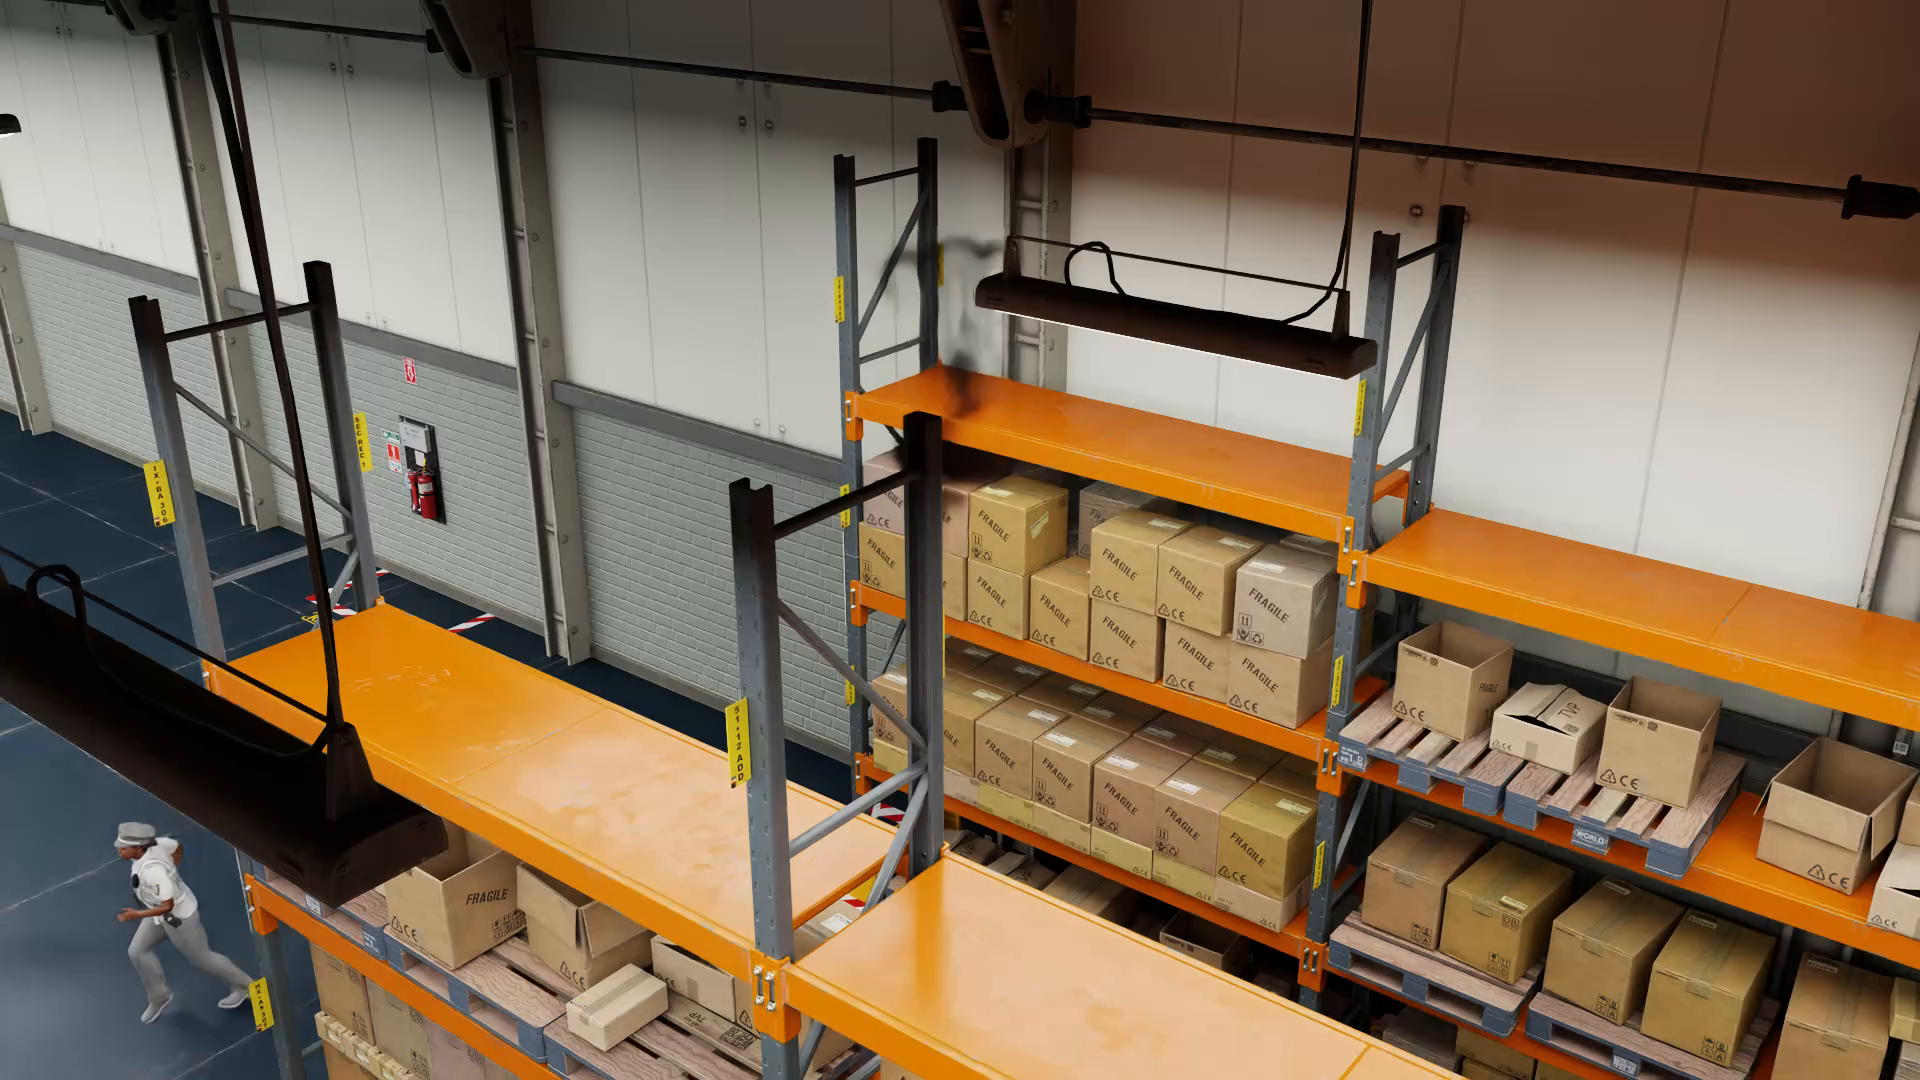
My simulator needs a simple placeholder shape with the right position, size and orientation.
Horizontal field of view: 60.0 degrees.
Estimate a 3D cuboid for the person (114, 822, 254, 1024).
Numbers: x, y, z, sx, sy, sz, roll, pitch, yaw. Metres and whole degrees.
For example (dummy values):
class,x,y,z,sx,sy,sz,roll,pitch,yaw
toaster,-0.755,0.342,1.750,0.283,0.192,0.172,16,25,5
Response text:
class,x,y,z,sx,sy,sz,roll,pitch,yaw
person,-5.647,2.720,12.023,0.794,1.687,0.616,-13,26,-29
